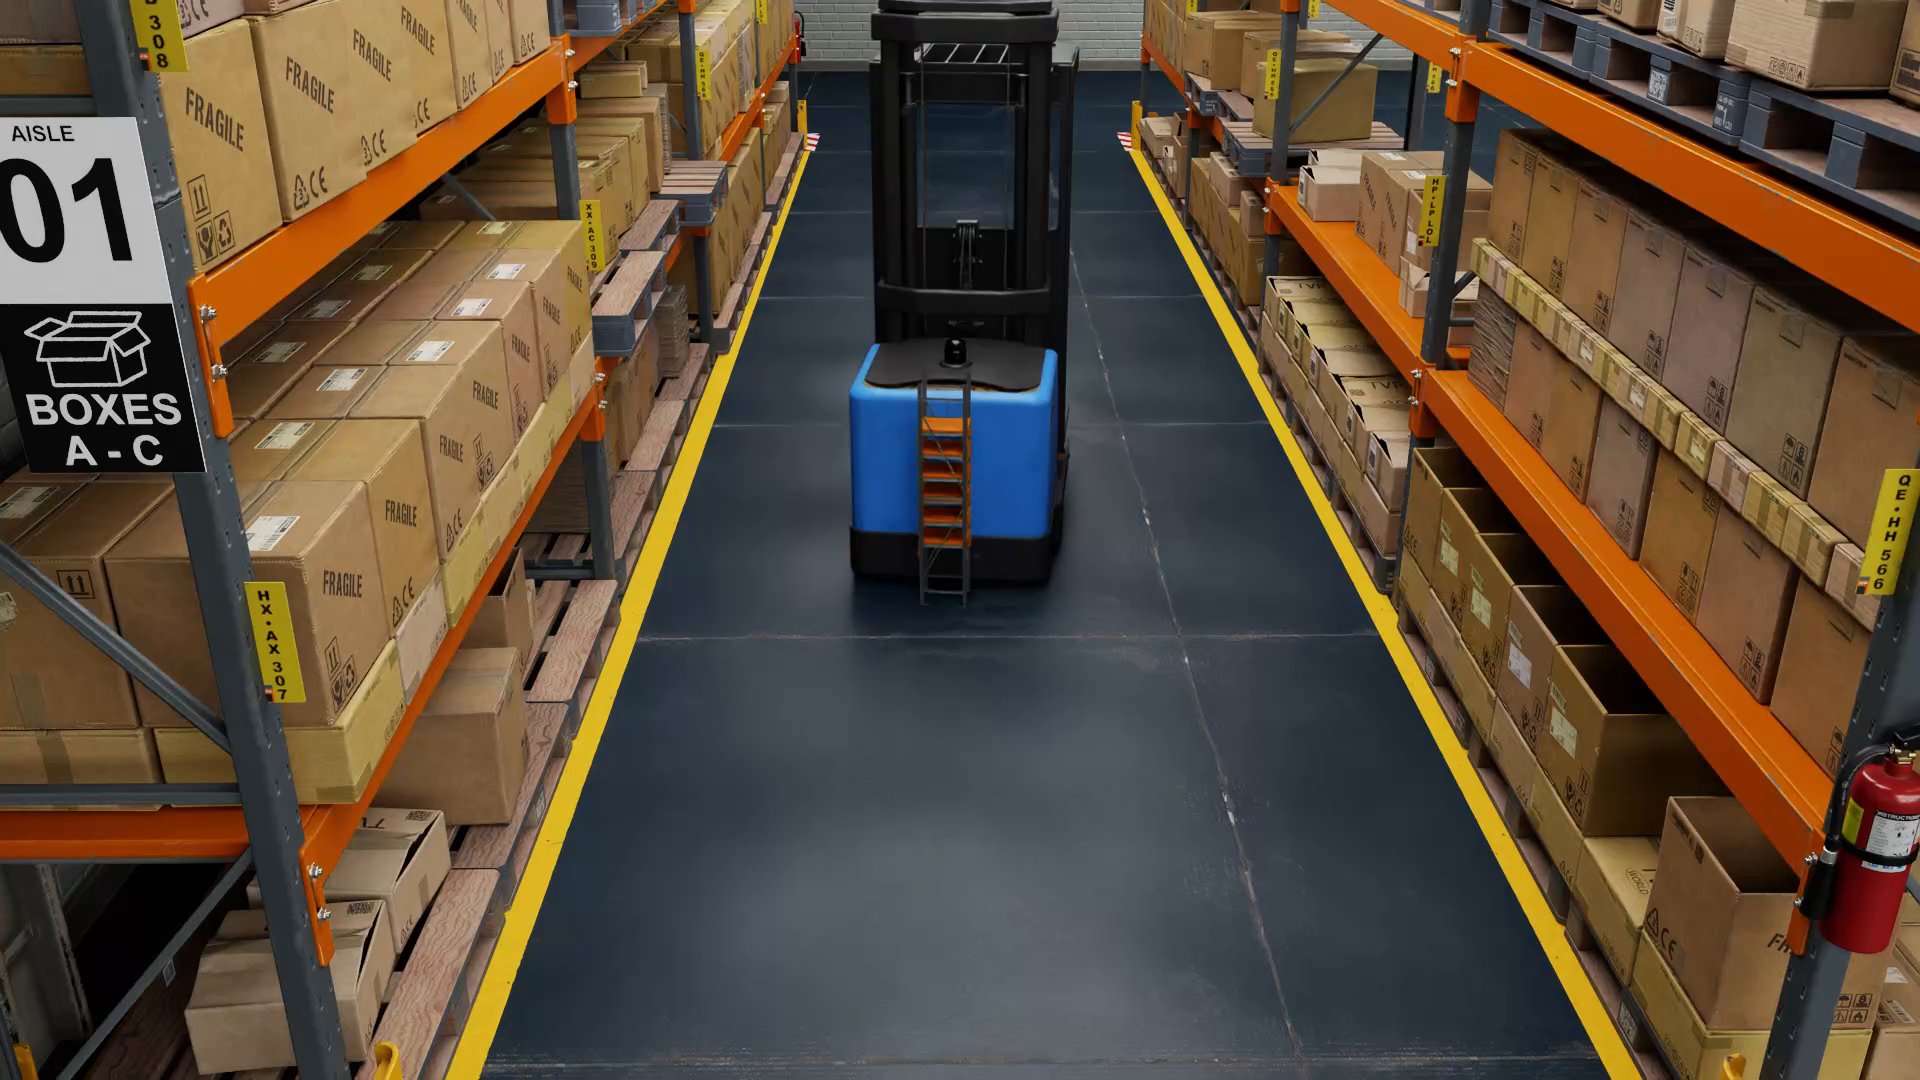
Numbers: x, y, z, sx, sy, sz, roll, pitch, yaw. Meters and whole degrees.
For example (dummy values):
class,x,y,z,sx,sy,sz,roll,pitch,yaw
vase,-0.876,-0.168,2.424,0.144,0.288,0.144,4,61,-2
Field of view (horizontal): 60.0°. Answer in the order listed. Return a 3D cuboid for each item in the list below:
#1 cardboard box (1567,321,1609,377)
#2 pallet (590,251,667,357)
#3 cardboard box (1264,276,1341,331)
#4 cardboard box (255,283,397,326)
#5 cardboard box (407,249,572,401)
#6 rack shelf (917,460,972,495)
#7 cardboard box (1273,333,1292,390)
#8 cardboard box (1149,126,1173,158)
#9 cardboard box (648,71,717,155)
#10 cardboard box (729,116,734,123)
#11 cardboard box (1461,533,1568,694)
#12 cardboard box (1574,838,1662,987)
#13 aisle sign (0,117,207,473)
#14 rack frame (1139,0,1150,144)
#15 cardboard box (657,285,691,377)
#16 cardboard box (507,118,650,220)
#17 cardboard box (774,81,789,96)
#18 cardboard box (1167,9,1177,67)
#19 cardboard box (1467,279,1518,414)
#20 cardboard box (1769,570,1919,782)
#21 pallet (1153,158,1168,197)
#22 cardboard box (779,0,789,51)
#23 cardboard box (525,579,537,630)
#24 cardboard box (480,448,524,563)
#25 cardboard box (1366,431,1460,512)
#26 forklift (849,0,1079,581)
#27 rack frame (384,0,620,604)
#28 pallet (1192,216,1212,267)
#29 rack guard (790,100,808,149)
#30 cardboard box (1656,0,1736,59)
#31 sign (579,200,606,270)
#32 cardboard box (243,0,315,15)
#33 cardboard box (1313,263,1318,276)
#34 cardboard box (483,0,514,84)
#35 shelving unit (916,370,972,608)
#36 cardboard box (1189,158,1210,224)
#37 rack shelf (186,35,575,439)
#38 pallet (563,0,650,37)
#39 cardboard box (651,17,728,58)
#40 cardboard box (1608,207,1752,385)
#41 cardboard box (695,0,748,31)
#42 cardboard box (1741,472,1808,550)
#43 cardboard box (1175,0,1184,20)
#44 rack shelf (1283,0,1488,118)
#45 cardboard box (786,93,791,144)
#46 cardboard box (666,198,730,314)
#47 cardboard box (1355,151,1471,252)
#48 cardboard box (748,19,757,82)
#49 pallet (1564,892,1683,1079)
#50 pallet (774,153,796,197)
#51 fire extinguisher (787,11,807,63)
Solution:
class,x,y,z,sx,sy,sz,roll,pitch,yaw
cardboard box,2.541,-0.725,6.304,0.380,0.149,0.250,-1,24,-2
pallet,-2.103,-1.231,8.564,1.003,0.211,1.213,0,24,-1
cardboard box,2.382,-1.651,11.408,0.500,0.311,0.500,1,24,1
cardboard box,-2.442,-0.672,6.343,0.500,0.500,0.500,0,24,1
cardboard box,-1.914,-0.886,6.816,0.500,0.500,0.500,0,24,-1
rack shelf,-0.076,-0.313,8.303,0.258,0.103,0.180,2,24,5
cardboard box,2.388,-1.189,11.065,0.500,0.250,0.500,-1,24,-2
cardboard box,2.316,-4.281,17.879,0.500,0.250,0.500,0,24,-1
cardboard box,-2.033,-3.042,11.830,0.500,0.500,0.500,0,24,1
cardboard box,-2.070,-3.532,13.700,0.380,0.149,0.250,-1,24,-2
cardboard box,2.417,0.298,6.868,0.500,0.500,0.500,0,24,-1
cardboard box,2.438,1.258,5.656,0.500,0.250,0.500,0,24,-1
aisle sign,-1.895,-0.510,3.584,0.394,0.787,0.004,0,24,-1
rack frame,2.583,-5.971,18.812,1.000,3.000,0.127,0,24,-1
cardboard box,-2.223,-1.416,11.240,0.700,0.500,0.500,0,24,0
cardboard box,-2.233,-2.190,9.796,0.700,0.500,0.500,0,24,-1
cardboard box,-2.080,-4.955,18.302,0.380,0.149,0.250,-1,24,-1
cardboard box,2.349,-4.997,16.538,0.500,0.500,0.500,0,24,1
cardboard box,2.725,-0.889,7.454,0.700,0.500,0.500,-1,24,-2
cardboard box,2.765,0.384,4.639,0.700,0.500,0.500,0,24,-1
pallet,2.603,-3.839,17.482,1.003,0.211,1.213,0,24,-1
cardboard box,-2.336,-5.574,17.570,0.980,0.700,0.700,0,24,-1
cardboard box,-2.204,0.308,7.832,0.380,0.166,0.250,-3,25,-7
cardboard box,-1.907,-0.130,6.054,0.500,0.250,0.500,0,24,0
cardboard box,2.422,-0.386,8.610,0.500,0.311,0.500,0,24,-1
forklift,0.088,-1.695,9.442,1.130,2.935,3.031,2,24,5
rack frame,-2.240,-1.002,7.826,1.000,3.000,0.127,0,24,-1
pallet,2.673,-2.717,15.002,1.003,0.211,1.213,0,24,-1
rack guard,-2.371,-4.818,19.296,1.175,0.500,0.348,0,24,-1
cardboard box,2.475,-1.662,5.073,0.500,0.311,0.500,3,24,6
sign,-1.697,-1.402,7.660,0.100,0.325,0.005,0,24,-1
cardboard box,-1.913,-1.598,4.144,0.500,0.500,0.500,-1,24,-1
cardboard box,2.939,-2.141,12.842,0.500,0.500,0.500,-1,24,-2
cardboard box,-1.994,-2.008,6.265,0.500,0.500,0.500,-2,24,-5
shelving unit,-0.076,-0.245,8.335,0.258,1.200,0.189,2,24,5
cardboard box,2.388,-3.184,15.149,0.500,0.500,0.500,-1,24,-3
rack shelf,-2.218,-1.217,5.534,1.077,0.370,4.000,0,24,-1
pallet,-2.140,-2.538,7.810,1.213,0.211,1.003,0,24,-1
cardboard box,-2.047,-3.798,12.592,0.500,0.250,0.500,0,24,0
cardboard box,2.741,-0.860,5.815,0.700,0.500,0.500,0,24,-1
cardboard box,-2.070,-4.429,13.986,0.500,0.250,0.500,0,24,1
cardboard box,2.555,-0.089,4.898,0.380,0.149,0.250,-1,24,-1
cardboard box,2.354,-5.242,15.866,0.500,0.500,0.500,-1,24,-2
rack shelf,2.692,-2.889,9.231,1.077,0.370,4.000,0,24,-1
cardboard box,-2.263,-4.712,18.551,0.700,0.500,0.500,0,24,-1
cardboard box,-2.160,-2.166,12.498,0.750,0.750,0.750,-1,24,-1
cardboard box,2.704,-2.029,9.974,0.500,0.500,0.500,-2,24,-3
cardboard box,-2.070,-4.300,14.611,0.500,0.500,0.500,-1,24,-1
pallet,2.707,1.578,5.506,1.003,0.211,1.213,0,24,-1
pallet,-2.273,-3.846,17.498,1.003,0.211,1.213,0,24,-1
fire extinguisher,-1.911,-5.806,18.994,0.296,0.674,0.183,0,24,-1
